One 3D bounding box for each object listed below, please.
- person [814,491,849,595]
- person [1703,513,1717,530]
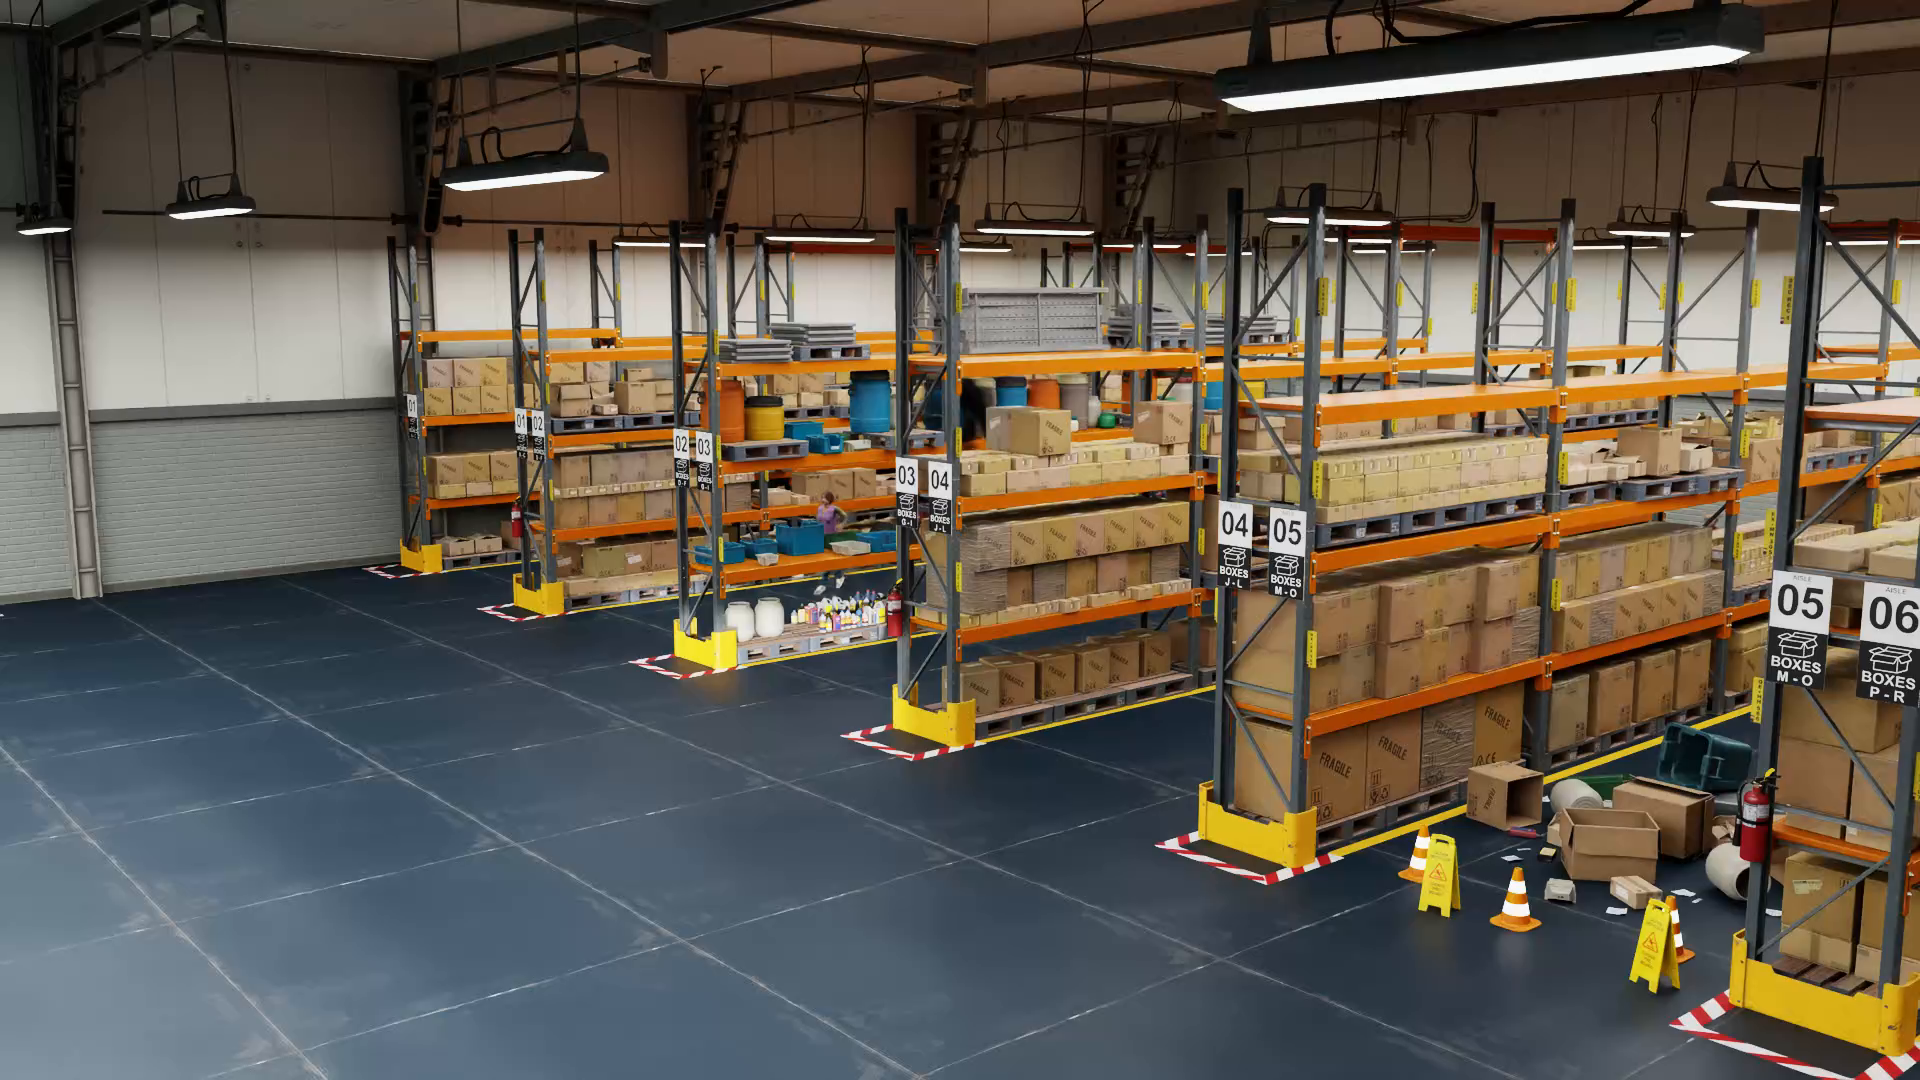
[{"bbox_3d":[-2.089,0.016,26.439,0.538,1.610,0.808,6,11,35],"label":"person"},{"bbox_3d":[11.198,0.449,24.998,0.640,1.719,0.957,9,12,44],"label":"person"}]
